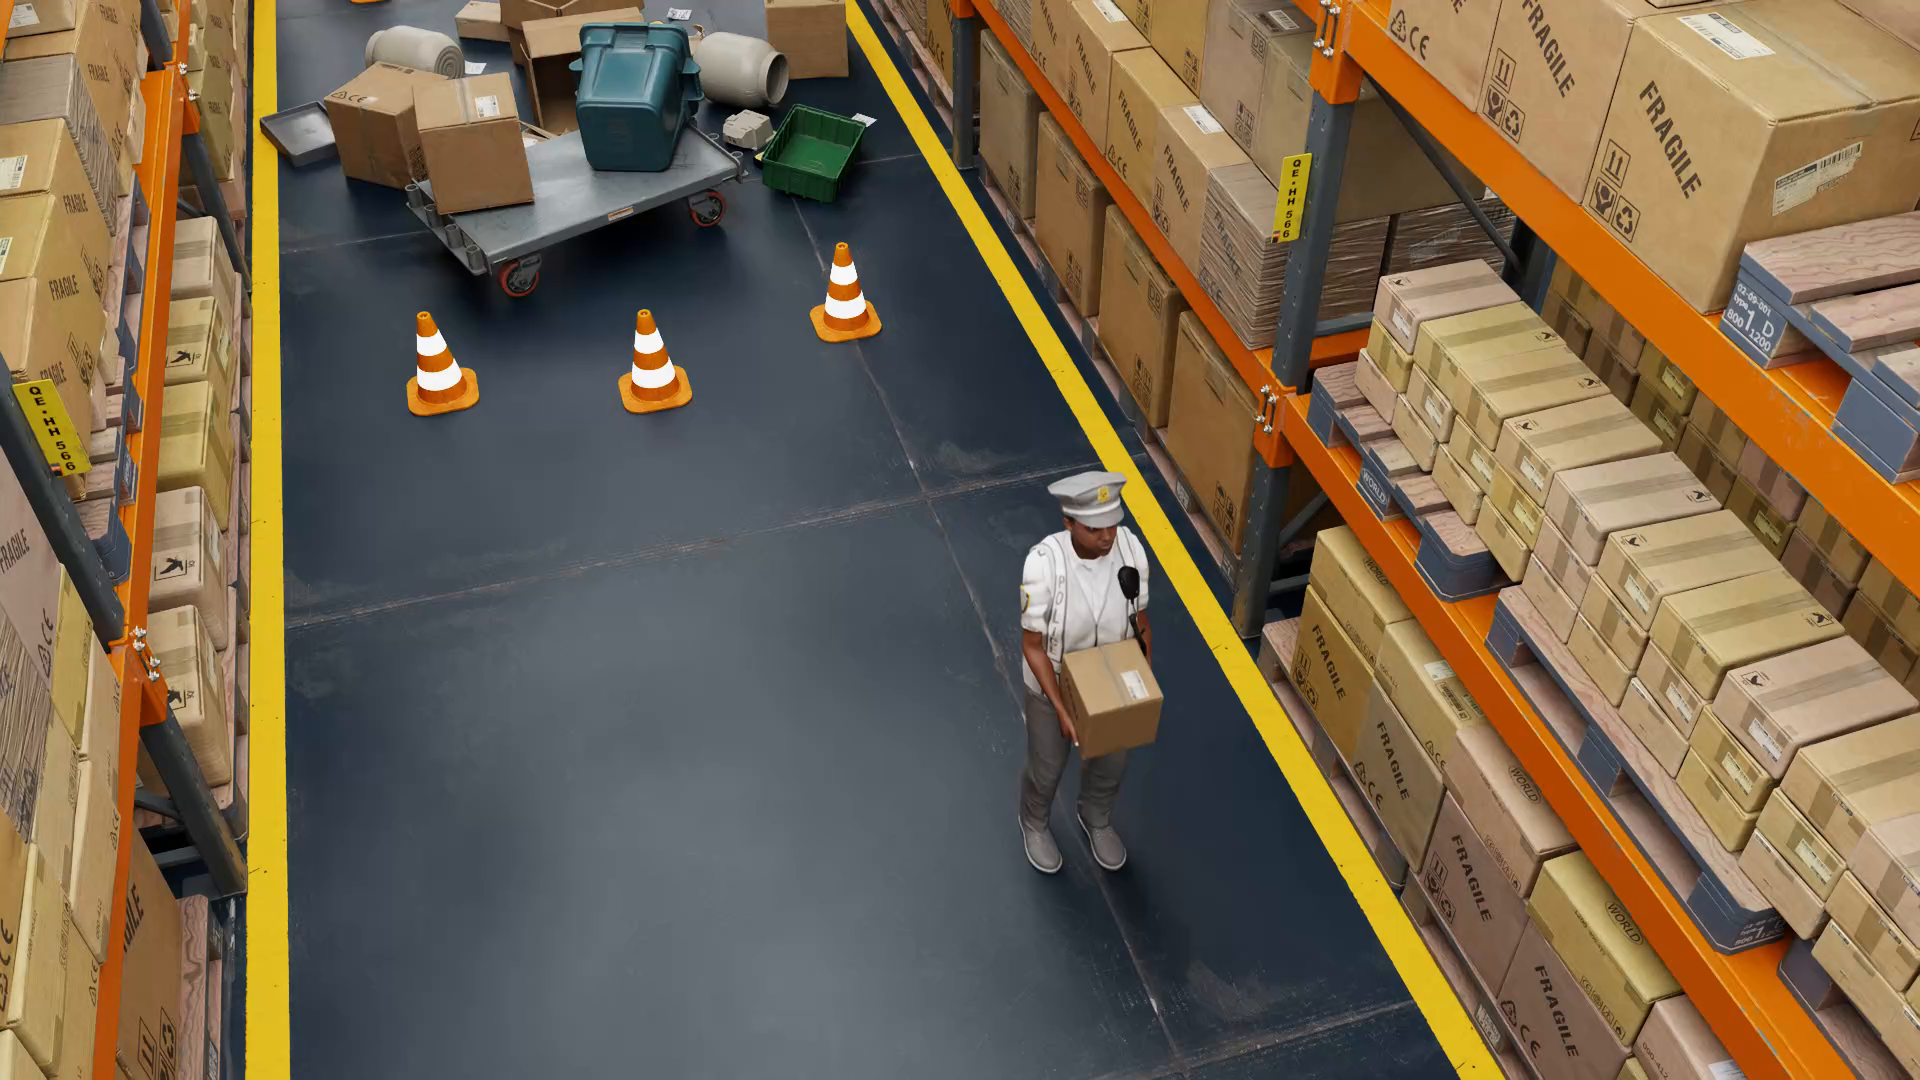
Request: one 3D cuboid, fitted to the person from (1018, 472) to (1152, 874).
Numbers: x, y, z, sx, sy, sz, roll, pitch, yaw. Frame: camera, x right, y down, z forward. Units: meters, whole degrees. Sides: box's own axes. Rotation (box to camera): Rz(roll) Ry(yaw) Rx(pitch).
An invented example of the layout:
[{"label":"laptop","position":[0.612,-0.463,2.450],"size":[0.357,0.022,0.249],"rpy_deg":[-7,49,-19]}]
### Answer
[{"label":"person","position":[0.428,0.502,5.591],"size":[0.449,1.688,0.540],"rpy_deg":[-12,44,-13]}]
